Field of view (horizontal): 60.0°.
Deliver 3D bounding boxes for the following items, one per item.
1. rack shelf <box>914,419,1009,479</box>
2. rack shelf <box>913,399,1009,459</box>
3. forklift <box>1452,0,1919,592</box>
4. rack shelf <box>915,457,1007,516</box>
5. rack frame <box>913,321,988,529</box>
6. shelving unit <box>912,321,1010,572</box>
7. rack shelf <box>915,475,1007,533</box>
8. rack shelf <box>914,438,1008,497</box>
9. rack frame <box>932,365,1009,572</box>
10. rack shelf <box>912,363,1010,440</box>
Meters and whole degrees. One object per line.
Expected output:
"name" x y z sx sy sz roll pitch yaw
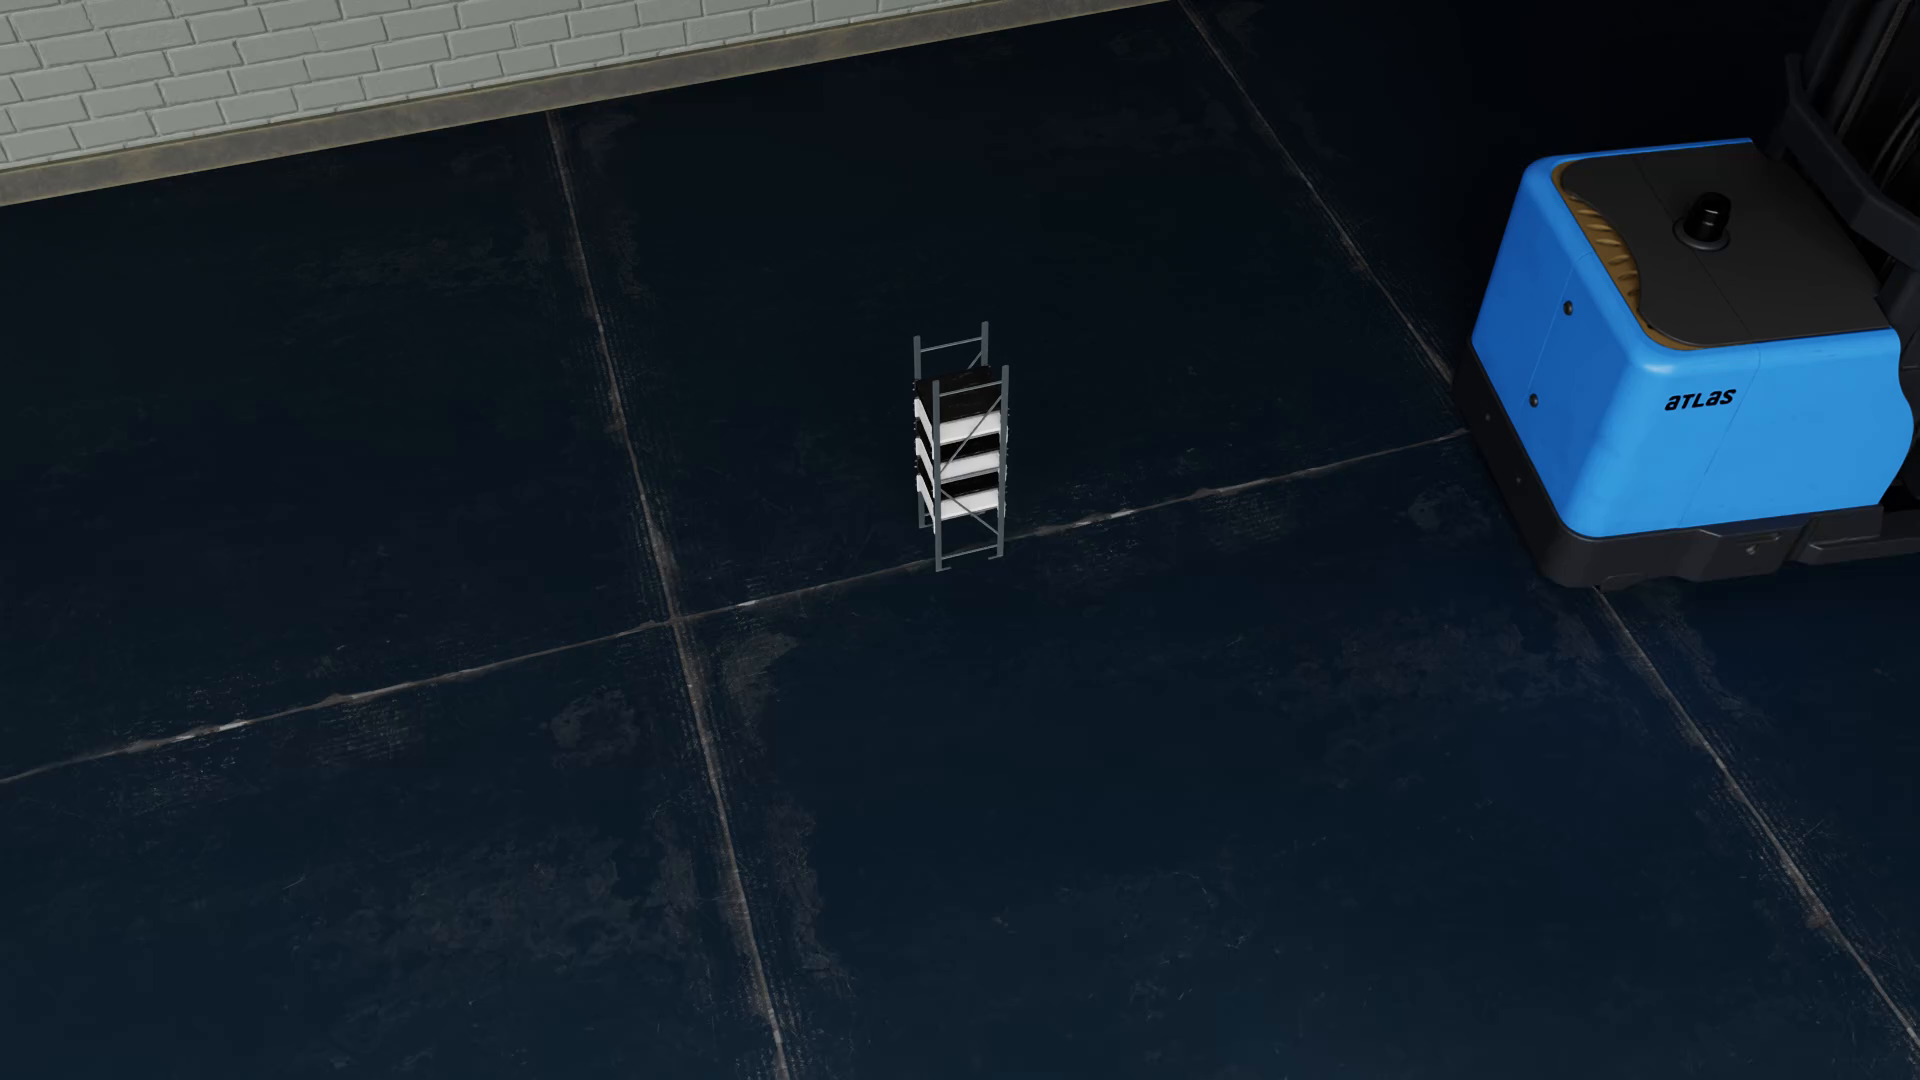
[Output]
"rack shelf" 0.002 -0.321 5.358 0.258 0.077 0.200 -13 51 -11
"rack shelf" 0.002 -0.379 5.289 0.258 0.077 0.200 -13 51 -11
"forklift" 3.374 -1.299 4.928 3.031 2.935 1.130 -7 50 -6
"rack shelf" 0.002 -0.205 5.495 0.258 0.077 0.200 -13 51 -11
"rack frame" -0.028 -0.358 5.464 0.240 0.900 0.006 -13 51 -11
"shelving unit" 0.002 -0.284 5.401 0.258 0.900 0.210 -13 51 -11
"rack shelf" 0.002 -0.147 5.564 0.258 0.077 0.200 -13 51 -11
"rack shelf" 0.002 -0.263 5.426 0.258 0.077 0.200 -13 51 -11
"rack frame" 0.032 -0.210 5.338 0.240 0.900 0.006 -13 51 -11
"rack shelf" 0.002 -0.437 5.220 0.258 0.077 0.200 -13 51 -11
